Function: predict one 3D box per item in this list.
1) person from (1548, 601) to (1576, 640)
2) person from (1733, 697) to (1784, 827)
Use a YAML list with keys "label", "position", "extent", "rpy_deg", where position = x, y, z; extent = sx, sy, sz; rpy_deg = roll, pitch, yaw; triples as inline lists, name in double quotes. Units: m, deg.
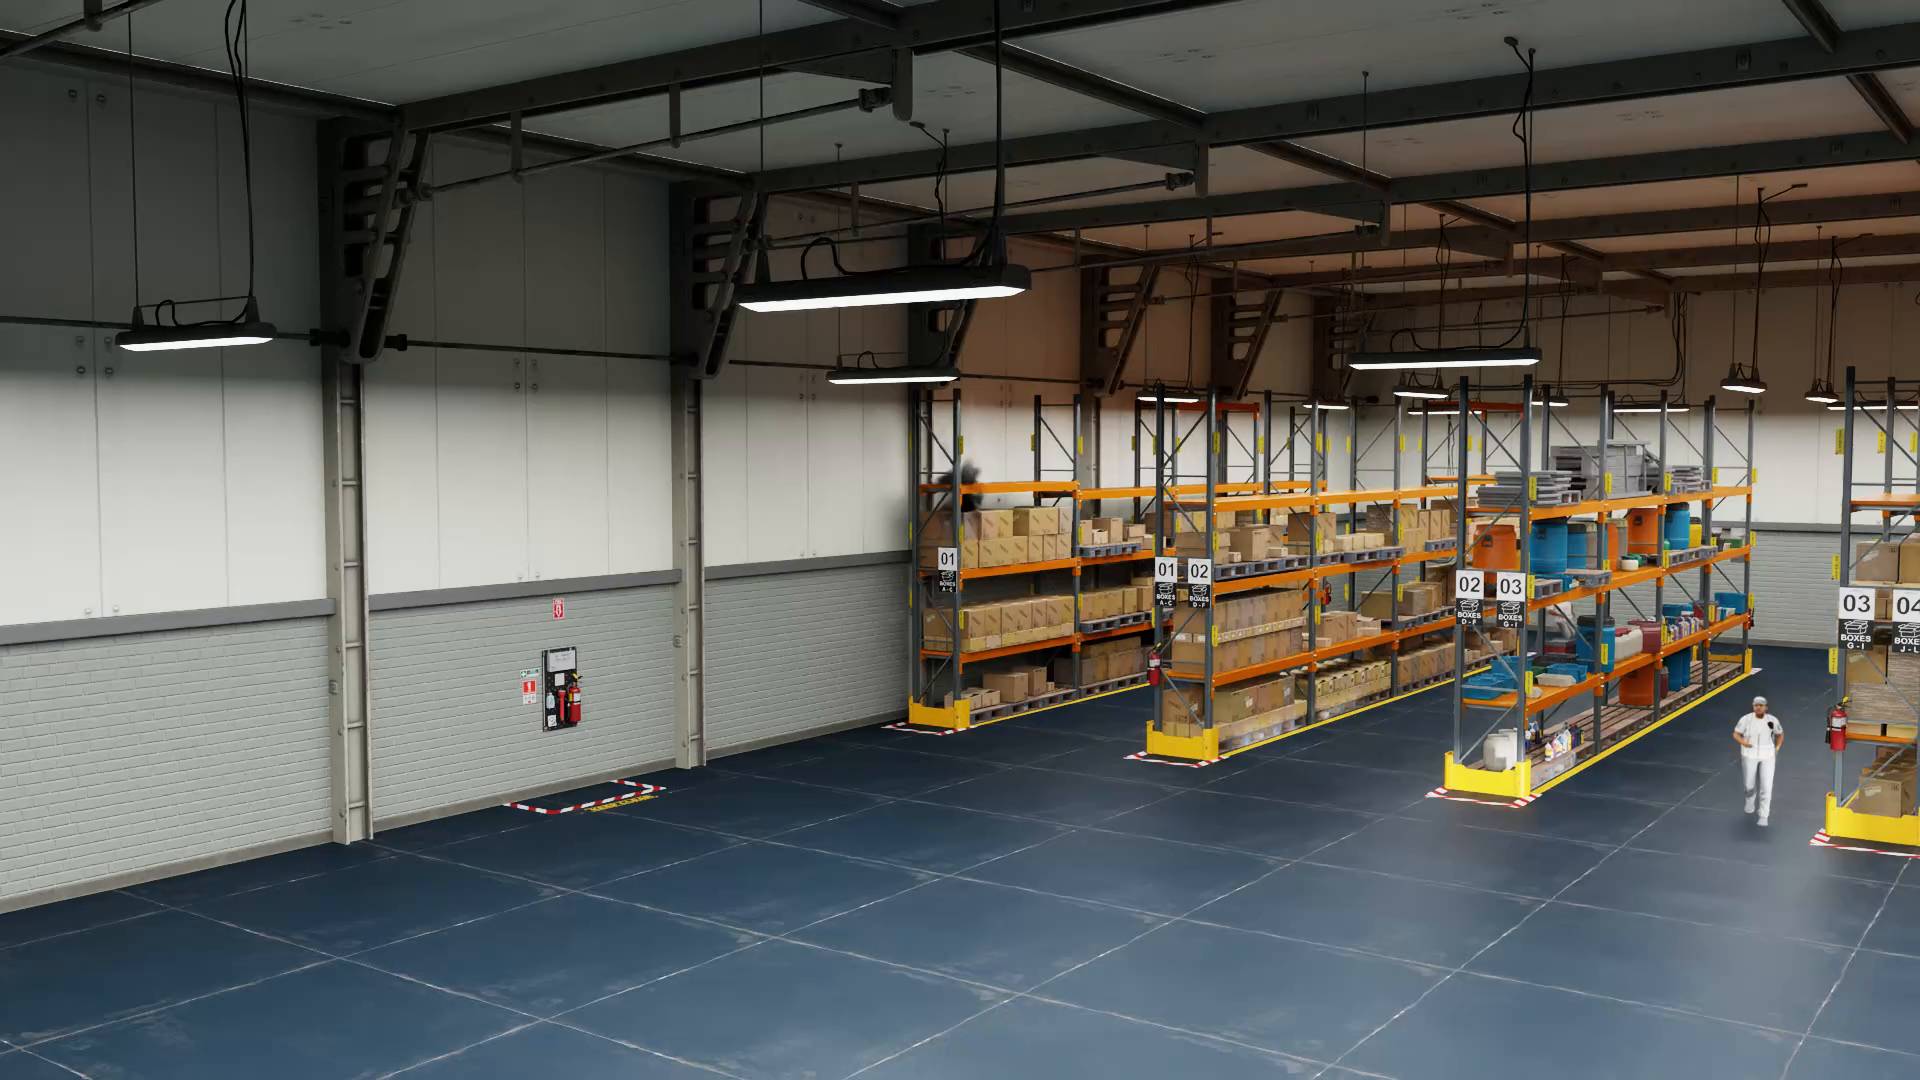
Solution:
- label: "person"
  position: [14.404, 1.909, 39.615]
  extent: [0.850, 1.714, 0.545]
  rpy_deg: [-1, 3, -14]
- label: "person"
  position: [10.634, 2.927, 22.165]
  extent: [0.609, 1.700, 0.757]
  rpy_deg: [2, 4, 28]
